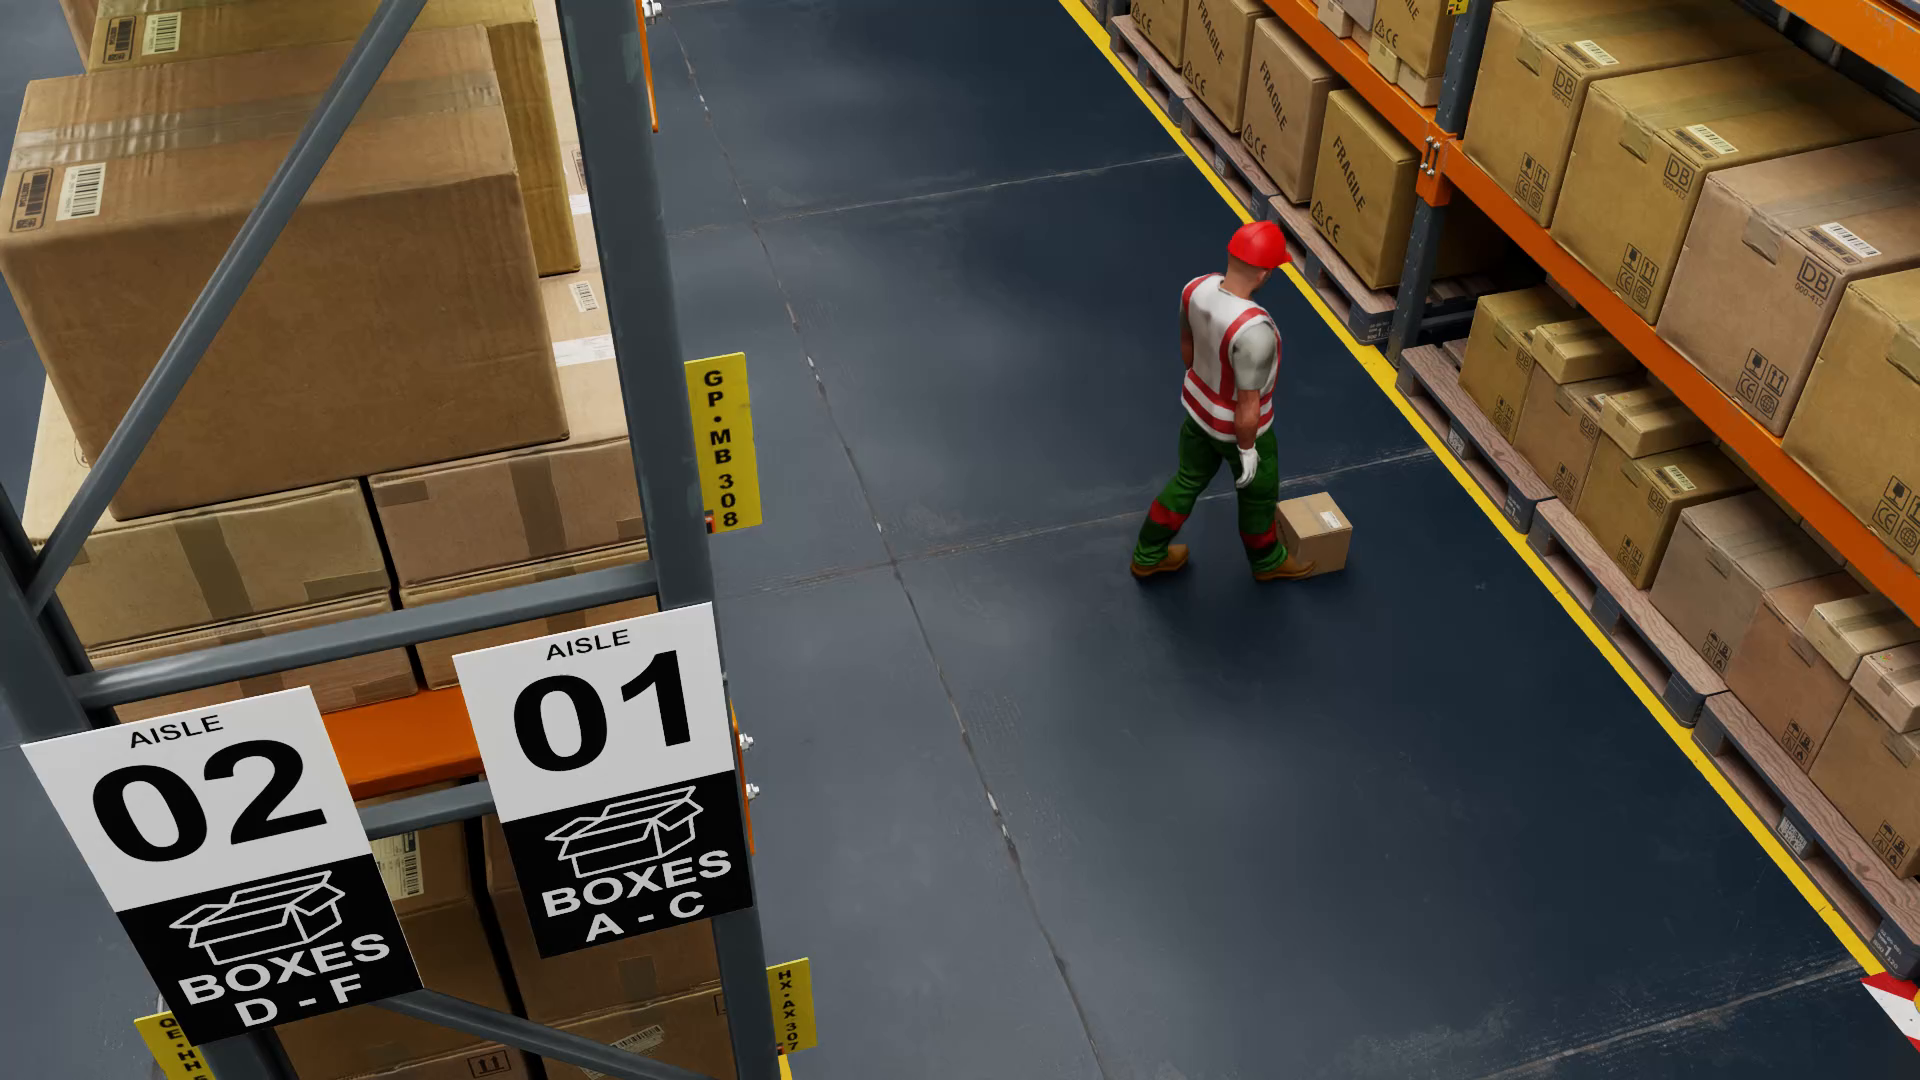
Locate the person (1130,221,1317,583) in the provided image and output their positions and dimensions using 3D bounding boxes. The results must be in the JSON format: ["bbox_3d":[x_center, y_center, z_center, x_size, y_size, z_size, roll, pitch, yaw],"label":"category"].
[{"bbox_3d":[1.138,-0.532,6.729,0.779,1.766,0.603,-18,45,-19],"label":"person"}]
